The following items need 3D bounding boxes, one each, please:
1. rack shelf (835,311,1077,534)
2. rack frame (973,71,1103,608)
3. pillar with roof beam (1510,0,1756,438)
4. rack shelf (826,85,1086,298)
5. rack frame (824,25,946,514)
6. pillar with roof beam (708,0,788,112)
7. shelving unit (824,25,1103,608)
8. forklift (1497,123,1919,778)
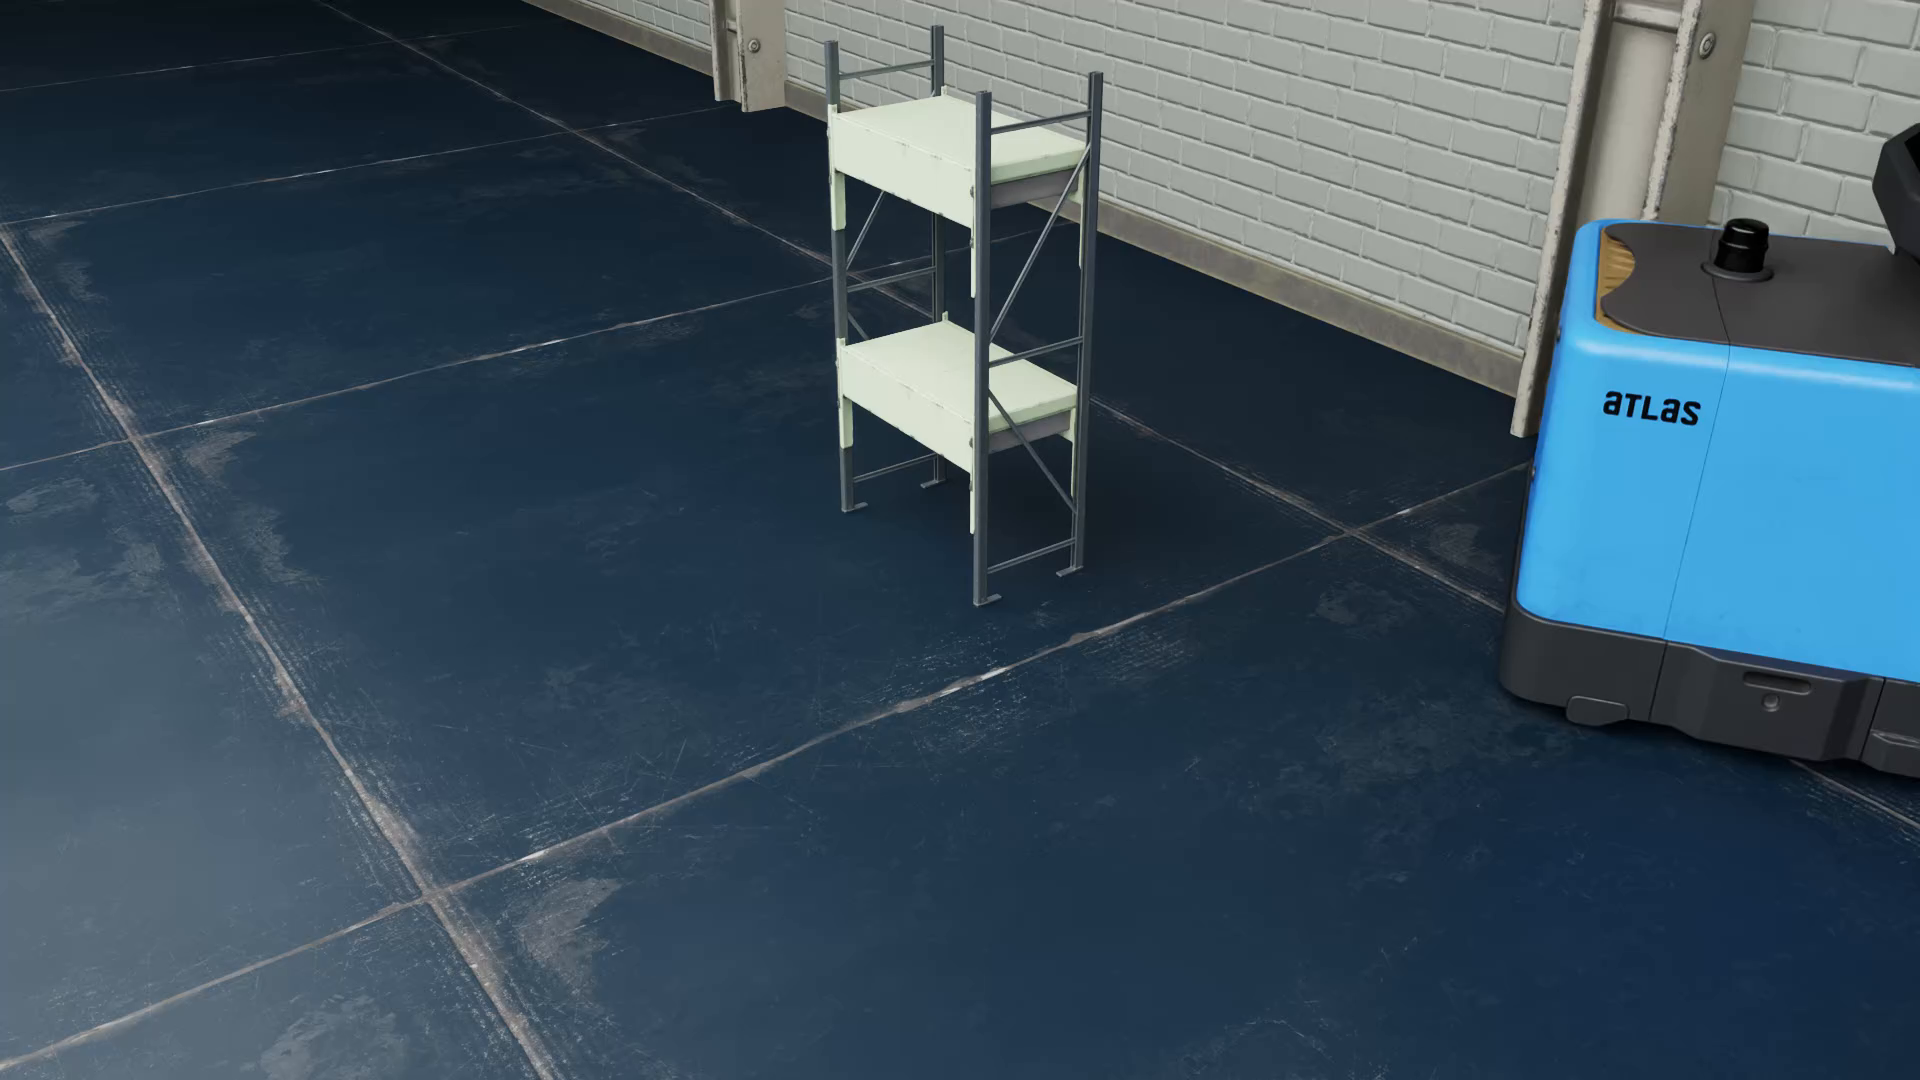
[{"bbox_3d":[-0.004,-0.375,5.052,0.431,0.370,0.720,-19,34,-31],"label":"rack shelf"},{"bbox_3d":[0.208,-0.519,4.635,0.400,1.500,0.023,-19,34,-31],"label":"rack frame"},{"bbox_3d":[-1.300,-3.113,1.553,9.100,9.000,0.400,-19,34,-31],"label":"pillar with roof beam"},{"bbox_3d":[-0.004,-1.005,4.711,0.431,0.370,0.720,-19,34,-31],"label":"rack shelf"},{"bbox_3d":[-0.216,-0.804,5.159,0.400,1.500,0.023,-19,34,-31],"label":"rack frame"},{"bbox_3d":[-4.780,-5.446,5.848,9.100,9.000,0.400,-19,34,-31],"label":"pillar with roof beam"},{"bbox_3d":[-0.004,-0.662,4.897,0.431,1.500,0.755,-19,34,-31],"label":"shelving unit"},{"bbox_3d":[3.001,-0.810,3.671,3.031,2.935,1.130,10,30,17],"label":"forklift"}]
